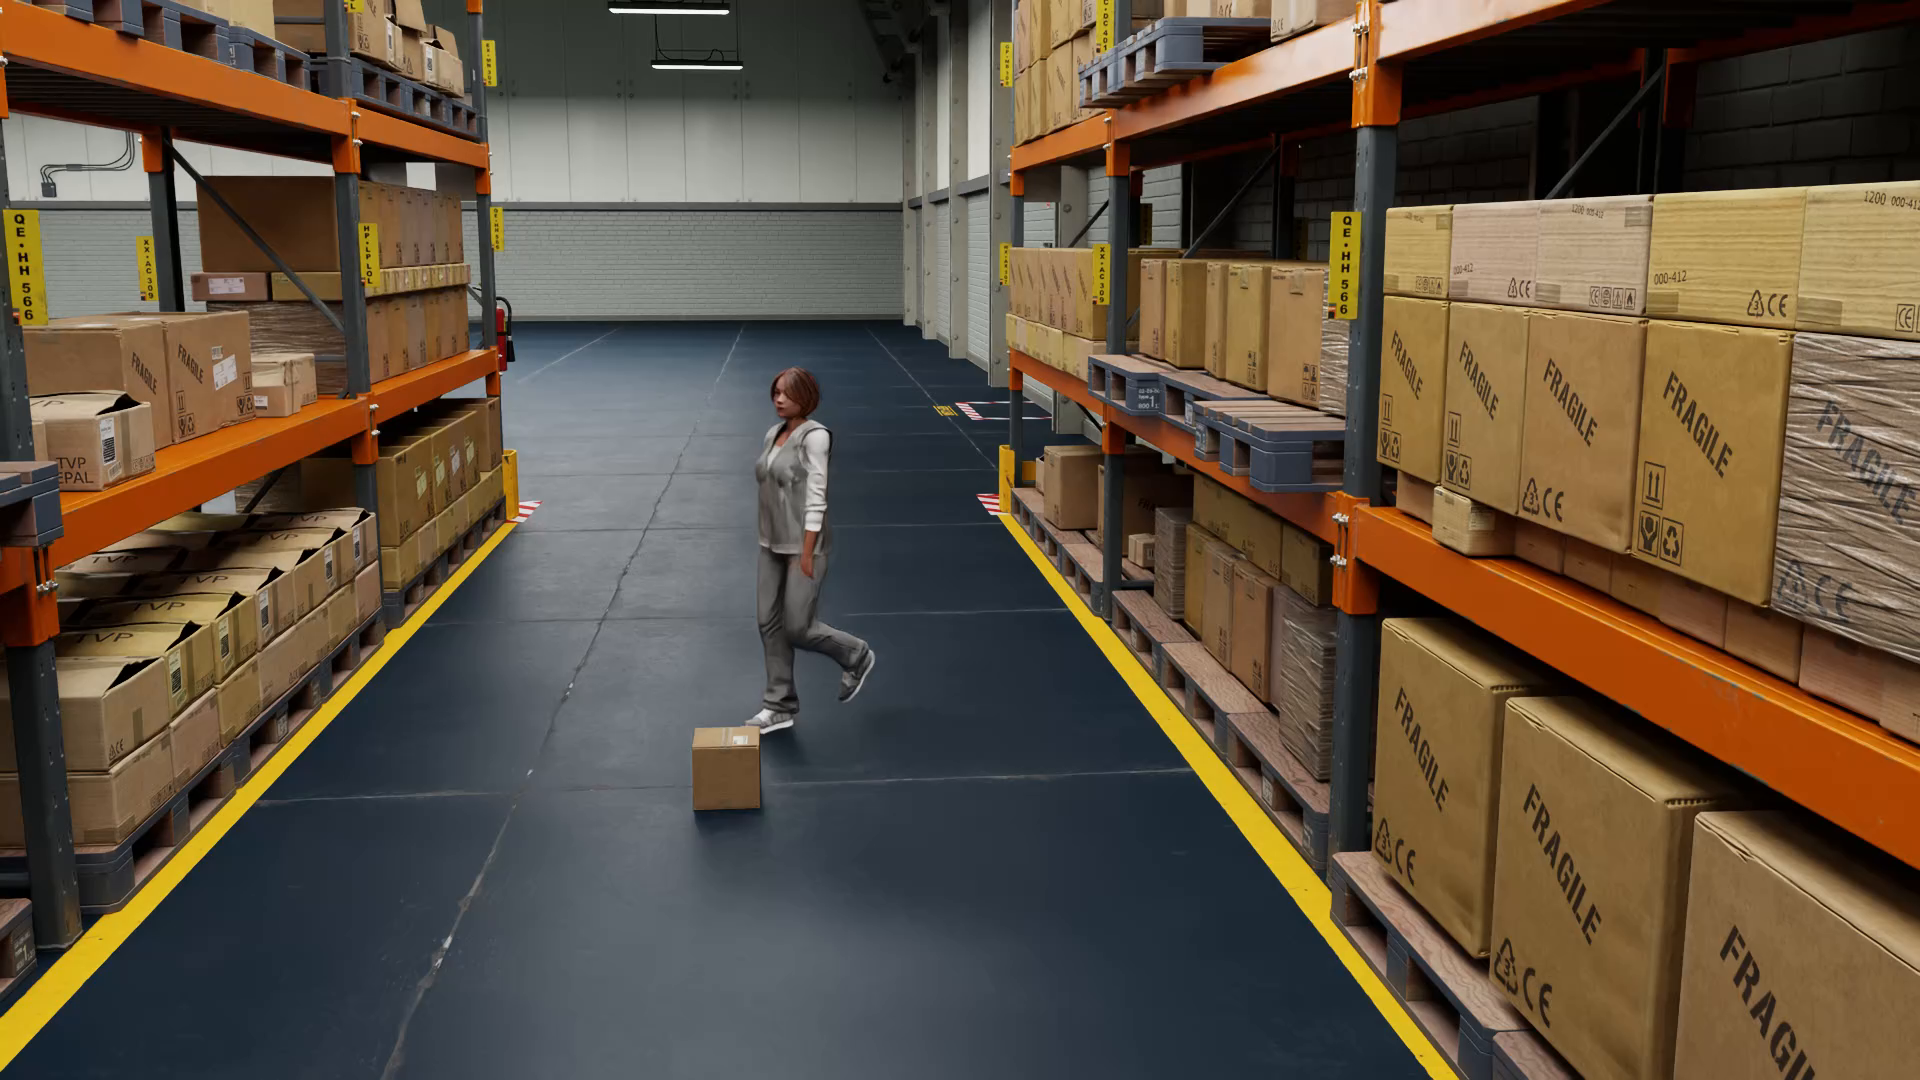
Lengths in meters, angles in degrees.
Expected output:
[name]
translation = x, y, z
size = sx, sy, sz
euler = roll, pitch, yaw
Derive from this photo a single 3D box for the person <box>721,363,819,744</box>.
[person]
translation = -0.819, 0.067, 7.061
size = 0.415, 1.629, 0.444
euler = -8, 13, -38
